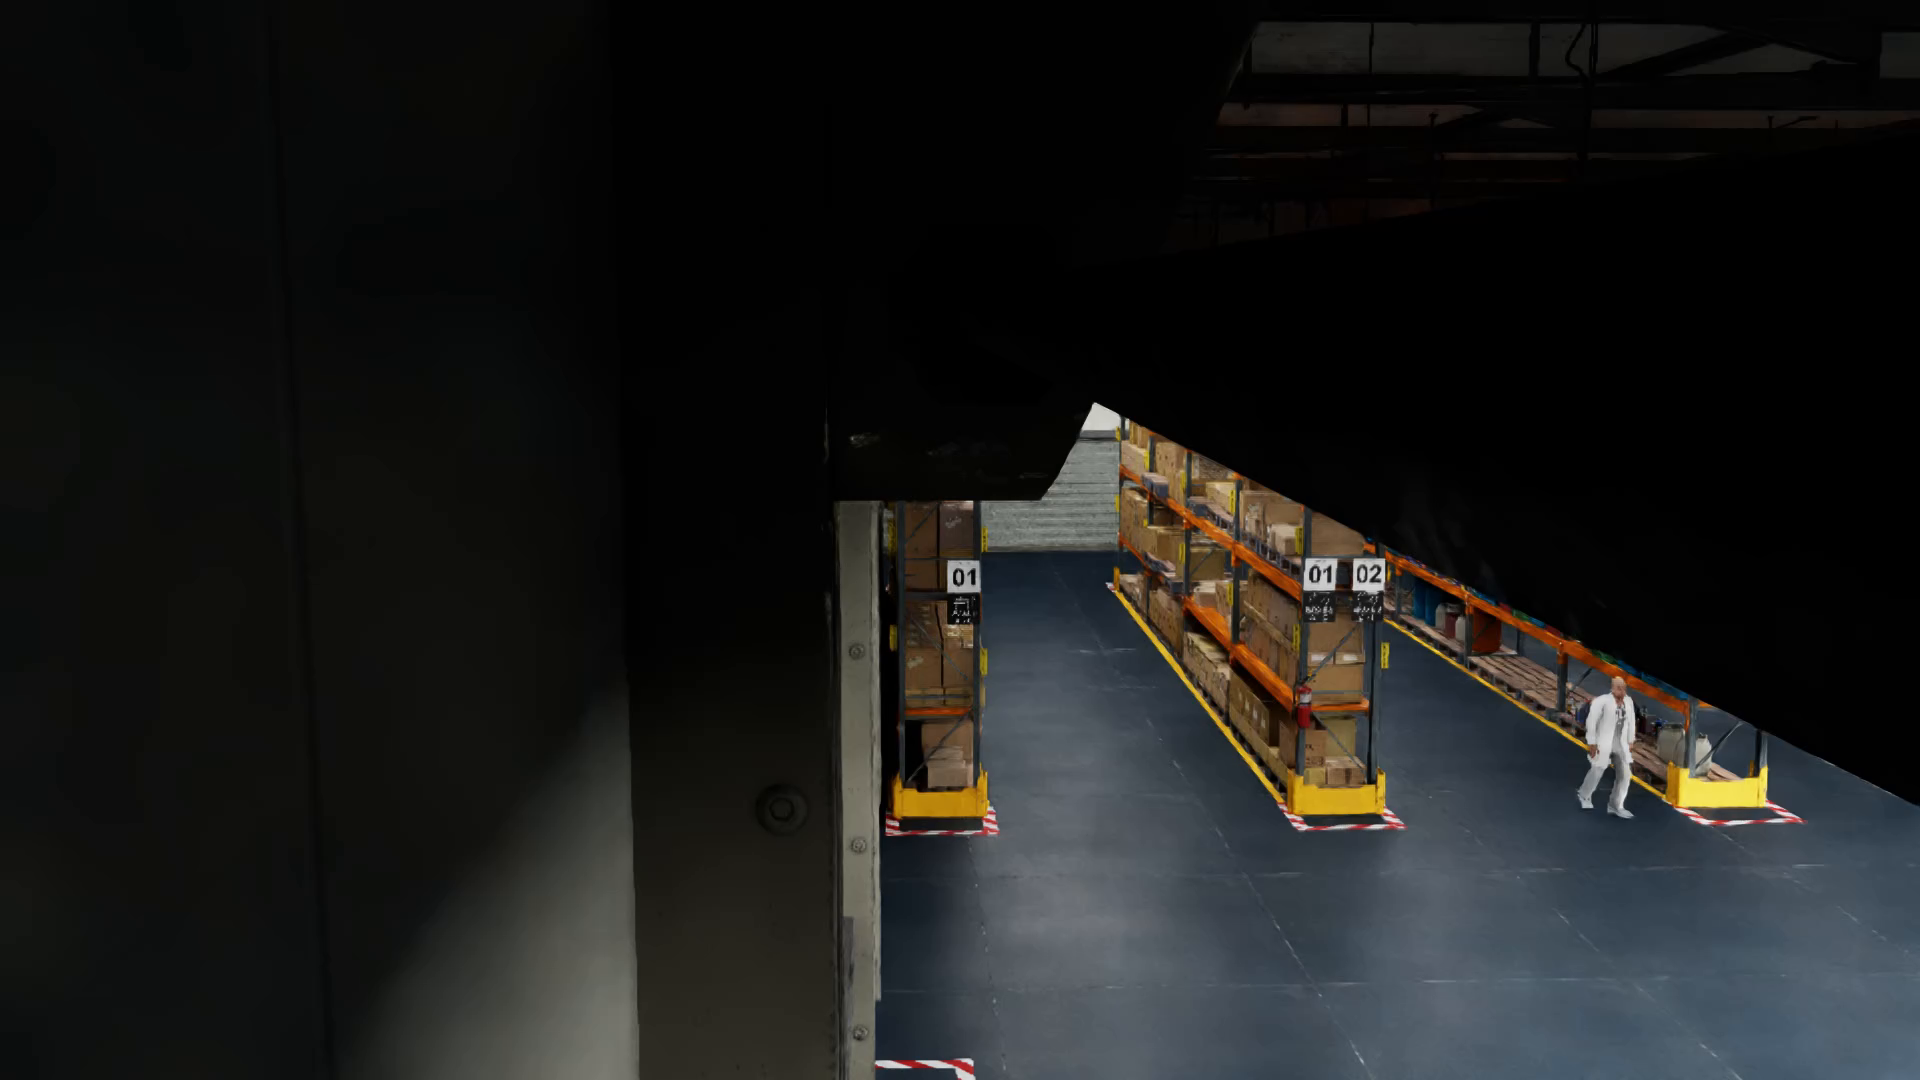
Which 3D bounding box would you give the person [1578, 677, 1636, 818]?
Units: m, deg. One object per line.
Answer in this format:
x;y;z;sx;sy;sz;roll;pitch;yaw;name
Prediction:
8.025;2.613;20.645;0.729;1.556;0.765;-1;8;-10;person
